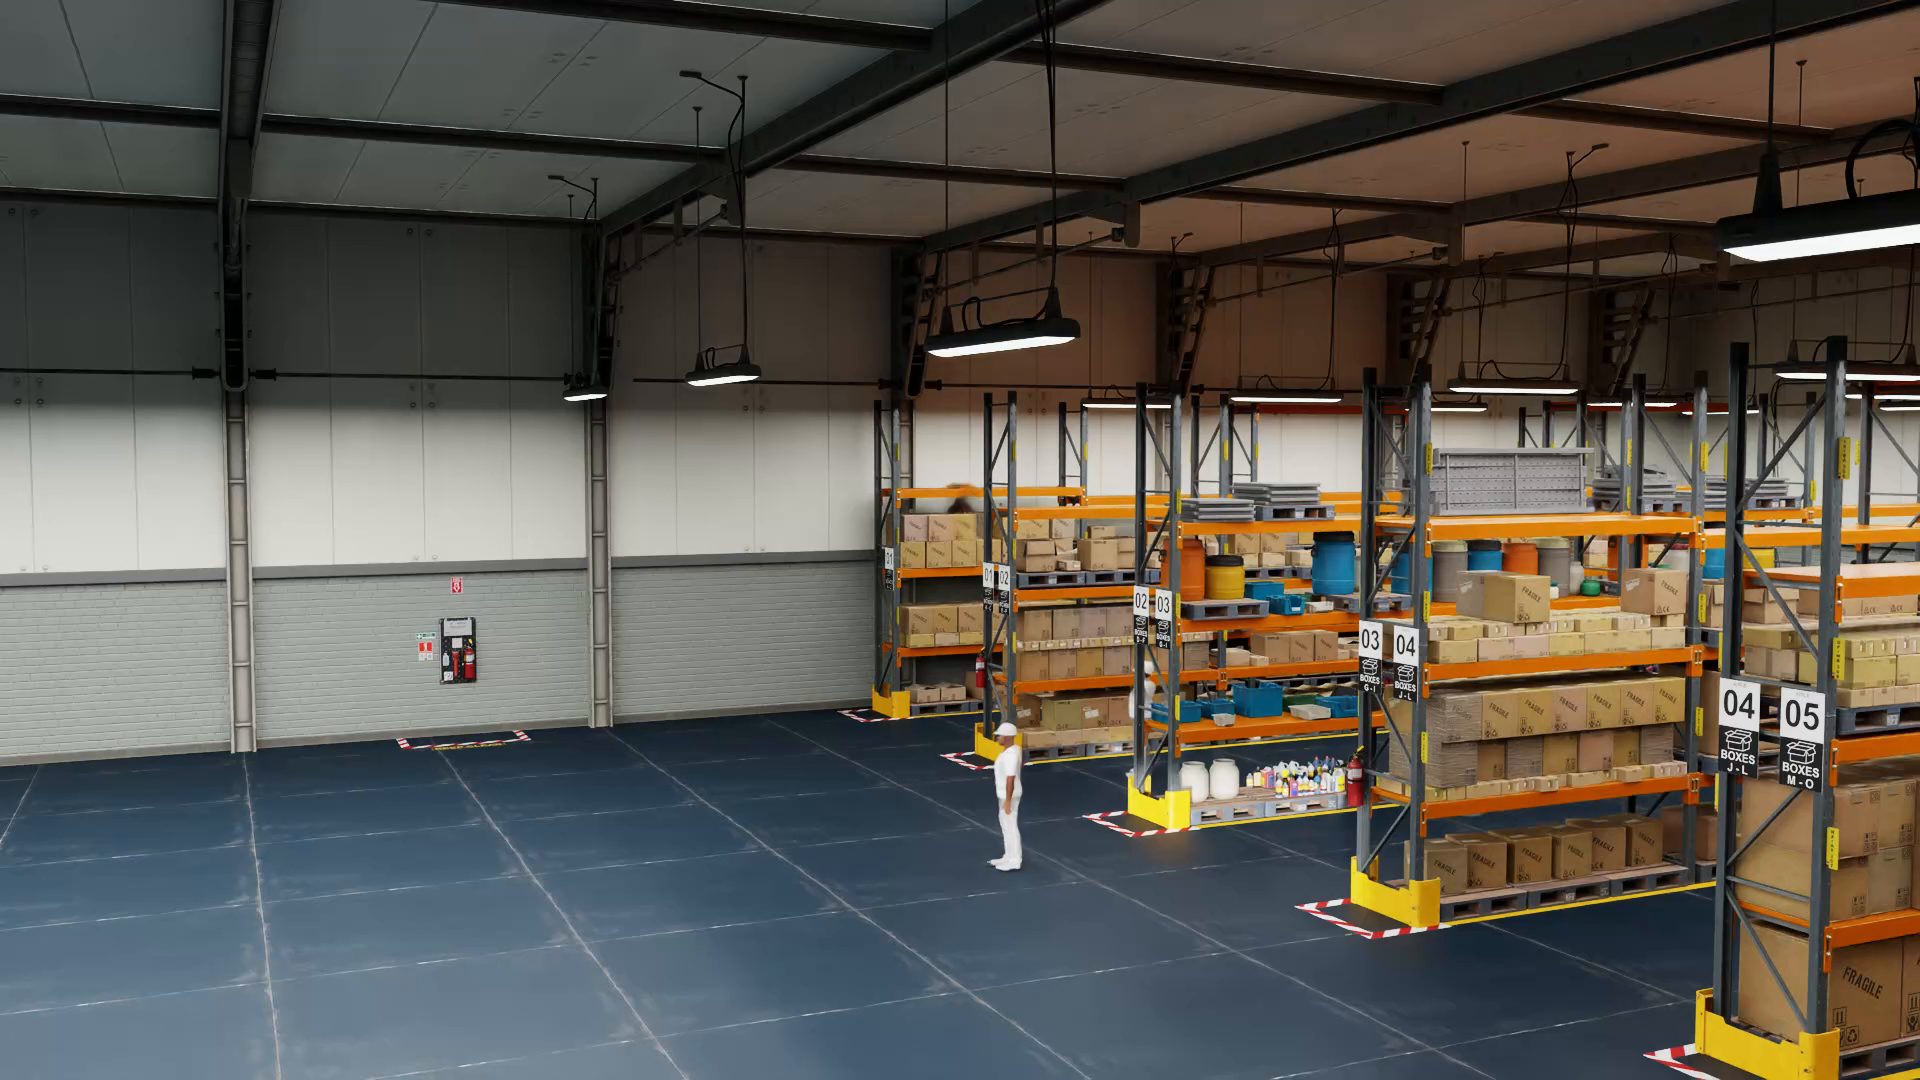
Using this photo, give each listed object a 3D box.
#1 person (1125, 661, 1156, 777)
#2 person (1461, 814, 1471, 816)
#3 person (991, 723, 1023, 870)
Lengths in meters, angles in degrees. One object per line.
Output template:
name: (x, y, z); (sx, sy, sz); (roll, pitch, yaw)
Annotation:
person: (2.822, 2.771, 25.870); (0.414, 1.782, 0.577); (1, 3, 18)
person: (7.083, 3.030, 23.126); (0.453, 1.609, 0.436); (1, 3, 11)
person: (0.565, 3.095, 20.136); (0.385, 1.772, 0.586); (0, 3, 1)
